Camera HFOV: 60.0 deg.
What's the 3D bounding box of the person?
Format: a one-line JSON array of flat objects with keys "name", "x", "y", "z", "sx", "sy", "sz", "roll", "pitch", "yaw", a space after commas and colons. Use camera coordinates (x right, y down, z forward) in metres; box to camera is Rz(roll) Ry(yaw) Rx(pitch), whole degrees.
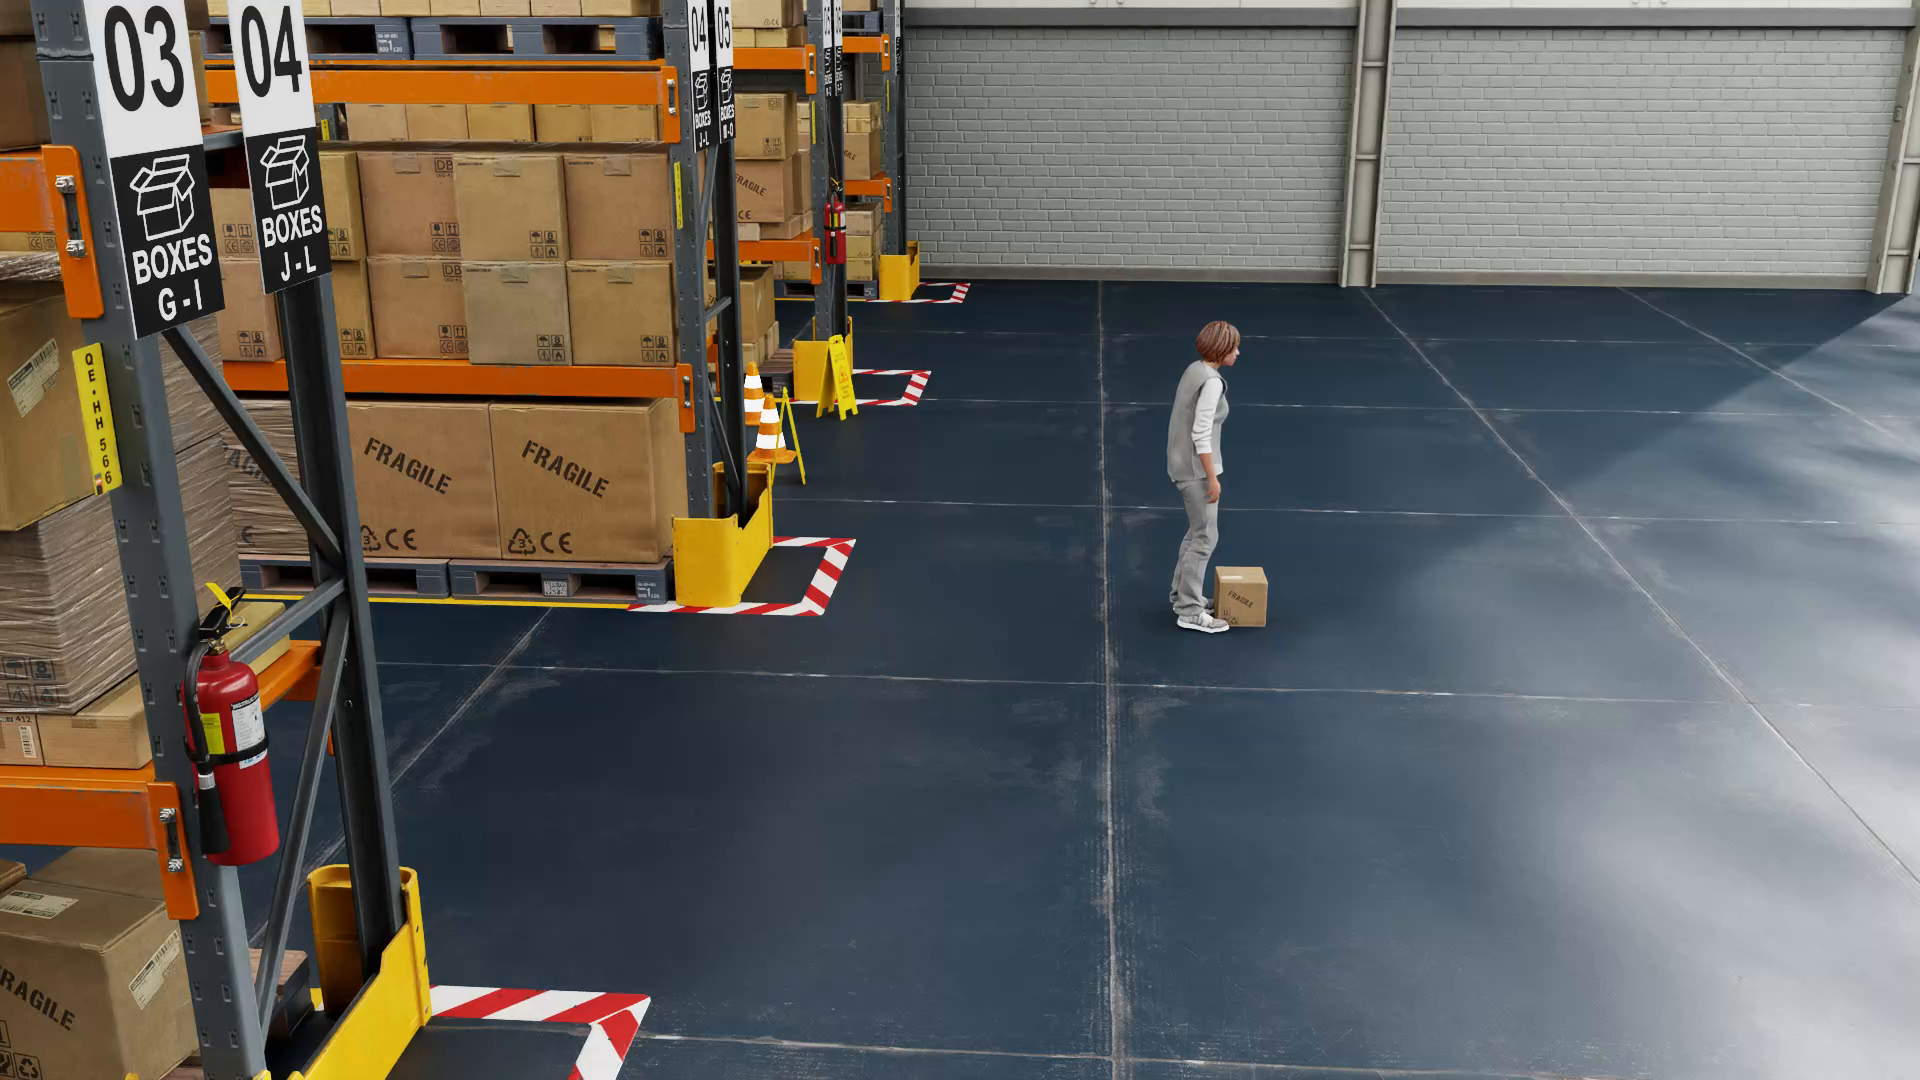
[{"name": "person", "x": 1.251, "y": -0.337, "z": 8.637, "sx": 0.342, "sy": 1.582, "sz": 0.485, "roll": 0, "pitch": 18, "yaw": 1}]
